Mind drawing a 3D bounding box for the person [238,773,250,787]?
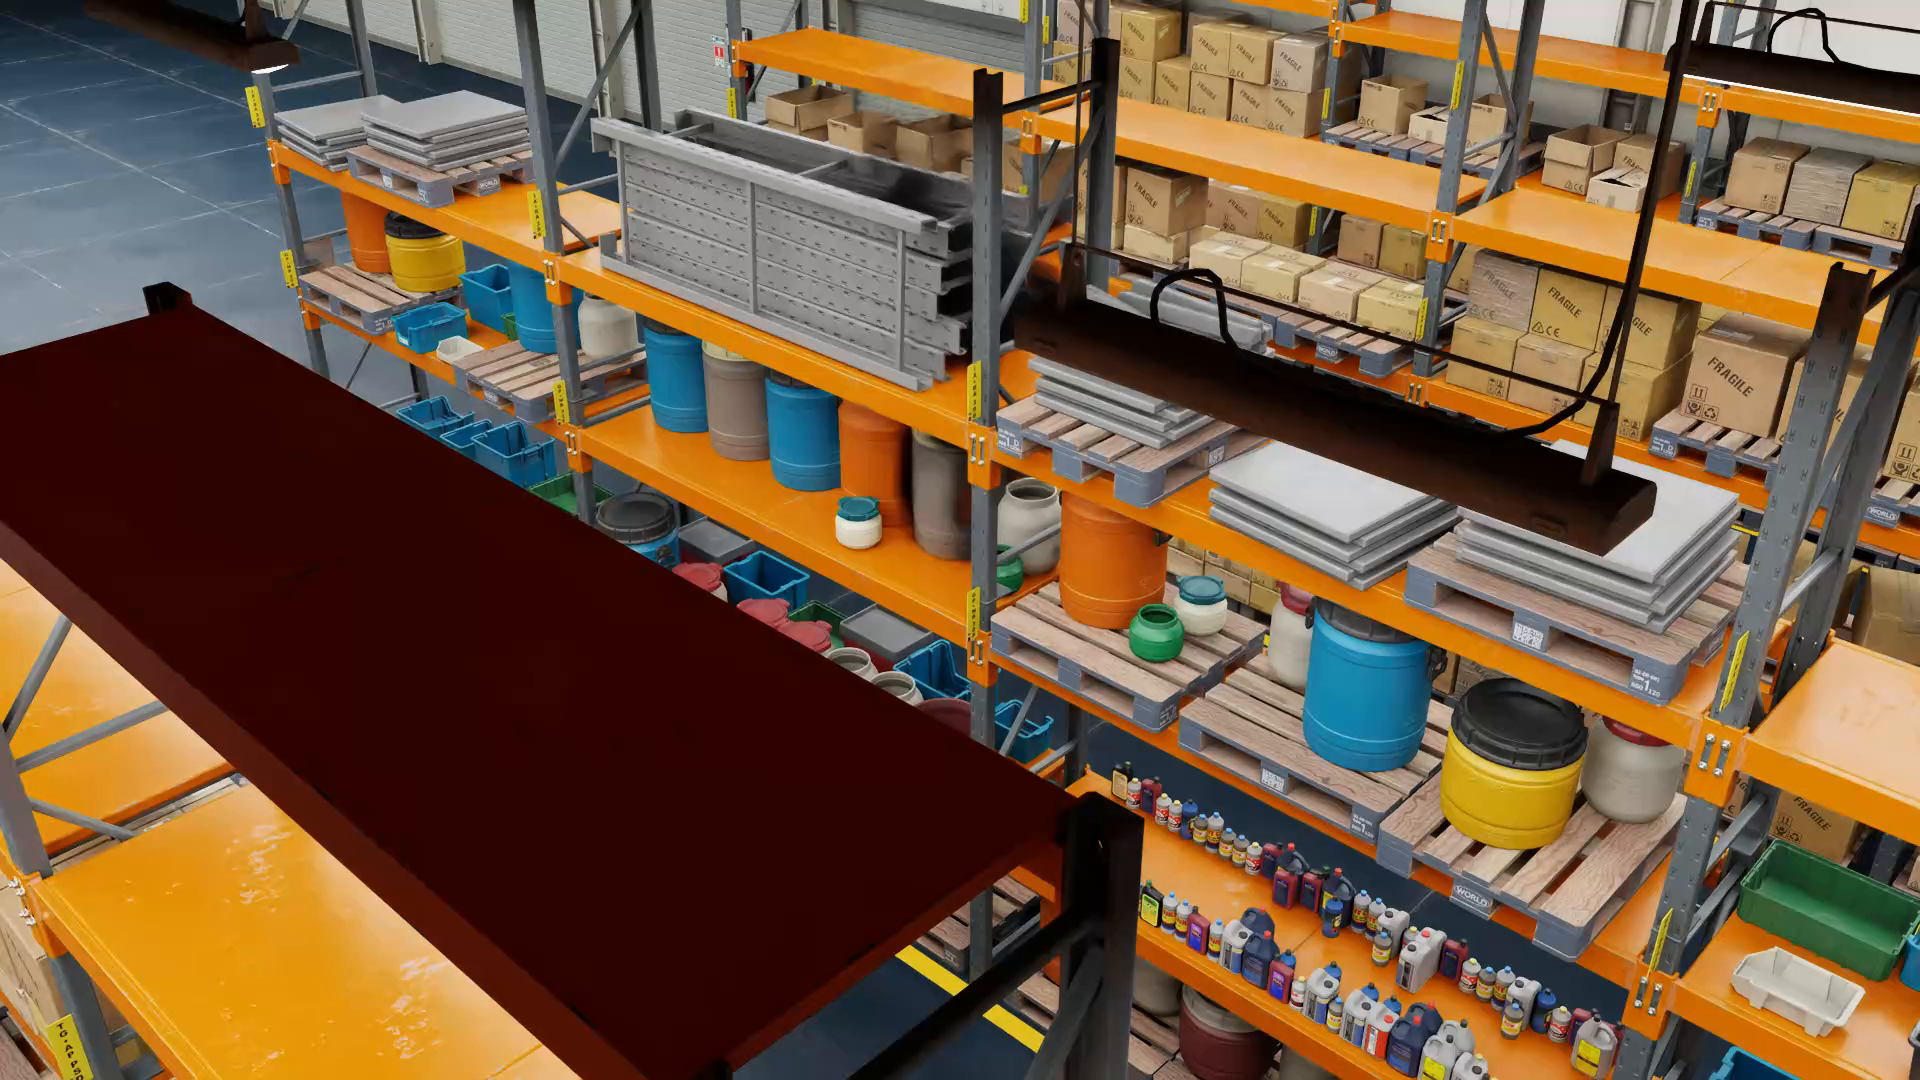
[{"bbox_3d":[-4.611,1.845,11.322,0.571,1.626,0.640,23,37,35],"label":"person"}]
